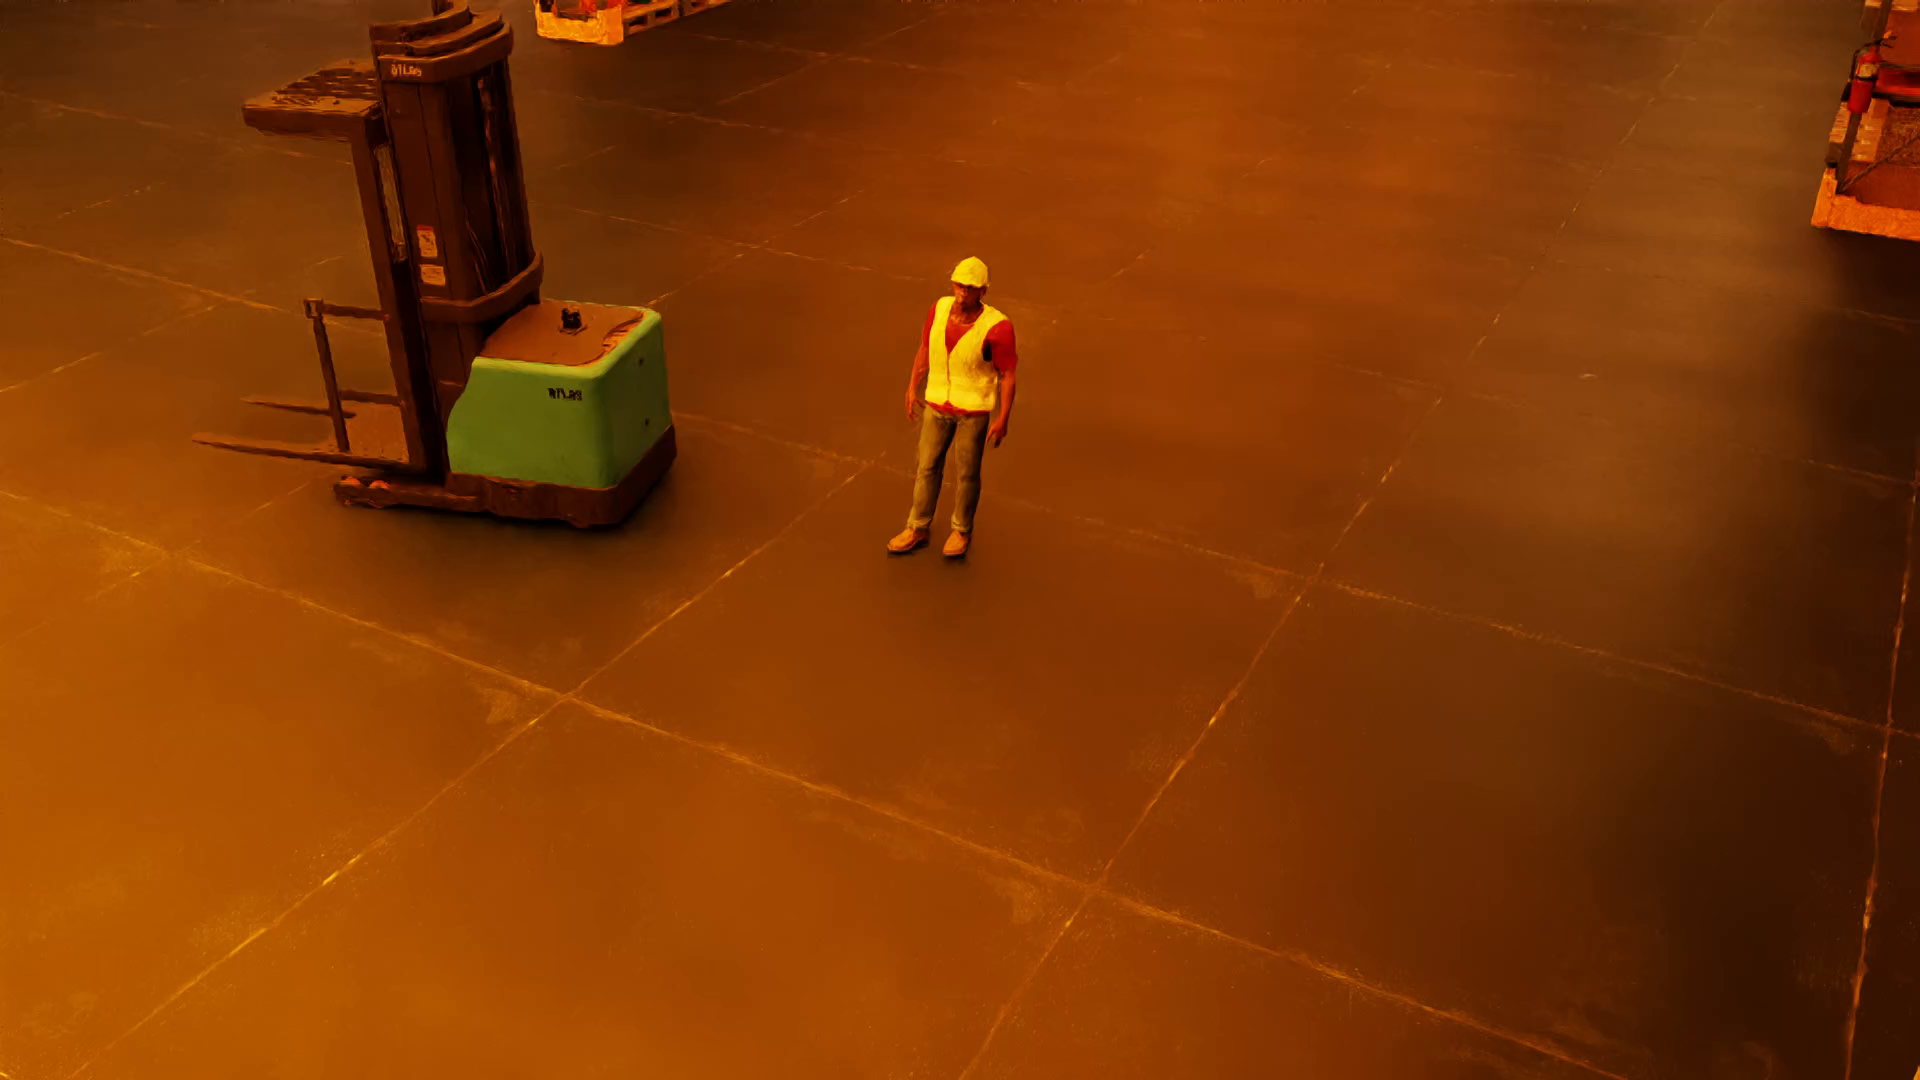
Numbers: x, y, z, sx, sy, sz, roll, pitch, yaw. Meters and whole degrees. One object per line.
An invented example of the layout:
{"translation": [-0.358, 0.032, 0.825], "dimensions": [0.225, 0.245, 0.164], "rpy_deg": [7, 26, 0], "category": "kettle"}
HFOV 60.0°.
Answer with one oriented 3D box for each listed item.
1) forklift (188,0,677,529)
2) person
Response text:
{"translation": [-3.414, -1.717, 10.046], "dimensions": [3.031, 2.935, 1.130], "rpy_deg": [7, 31, 12], "category": "forklift"}
{"translation": [-0.039, -0.742, 9.507], "dimensions": [0.665, 1.766, 0.576], "rpy_deg": [15, 33, 25], "category": "person"}
